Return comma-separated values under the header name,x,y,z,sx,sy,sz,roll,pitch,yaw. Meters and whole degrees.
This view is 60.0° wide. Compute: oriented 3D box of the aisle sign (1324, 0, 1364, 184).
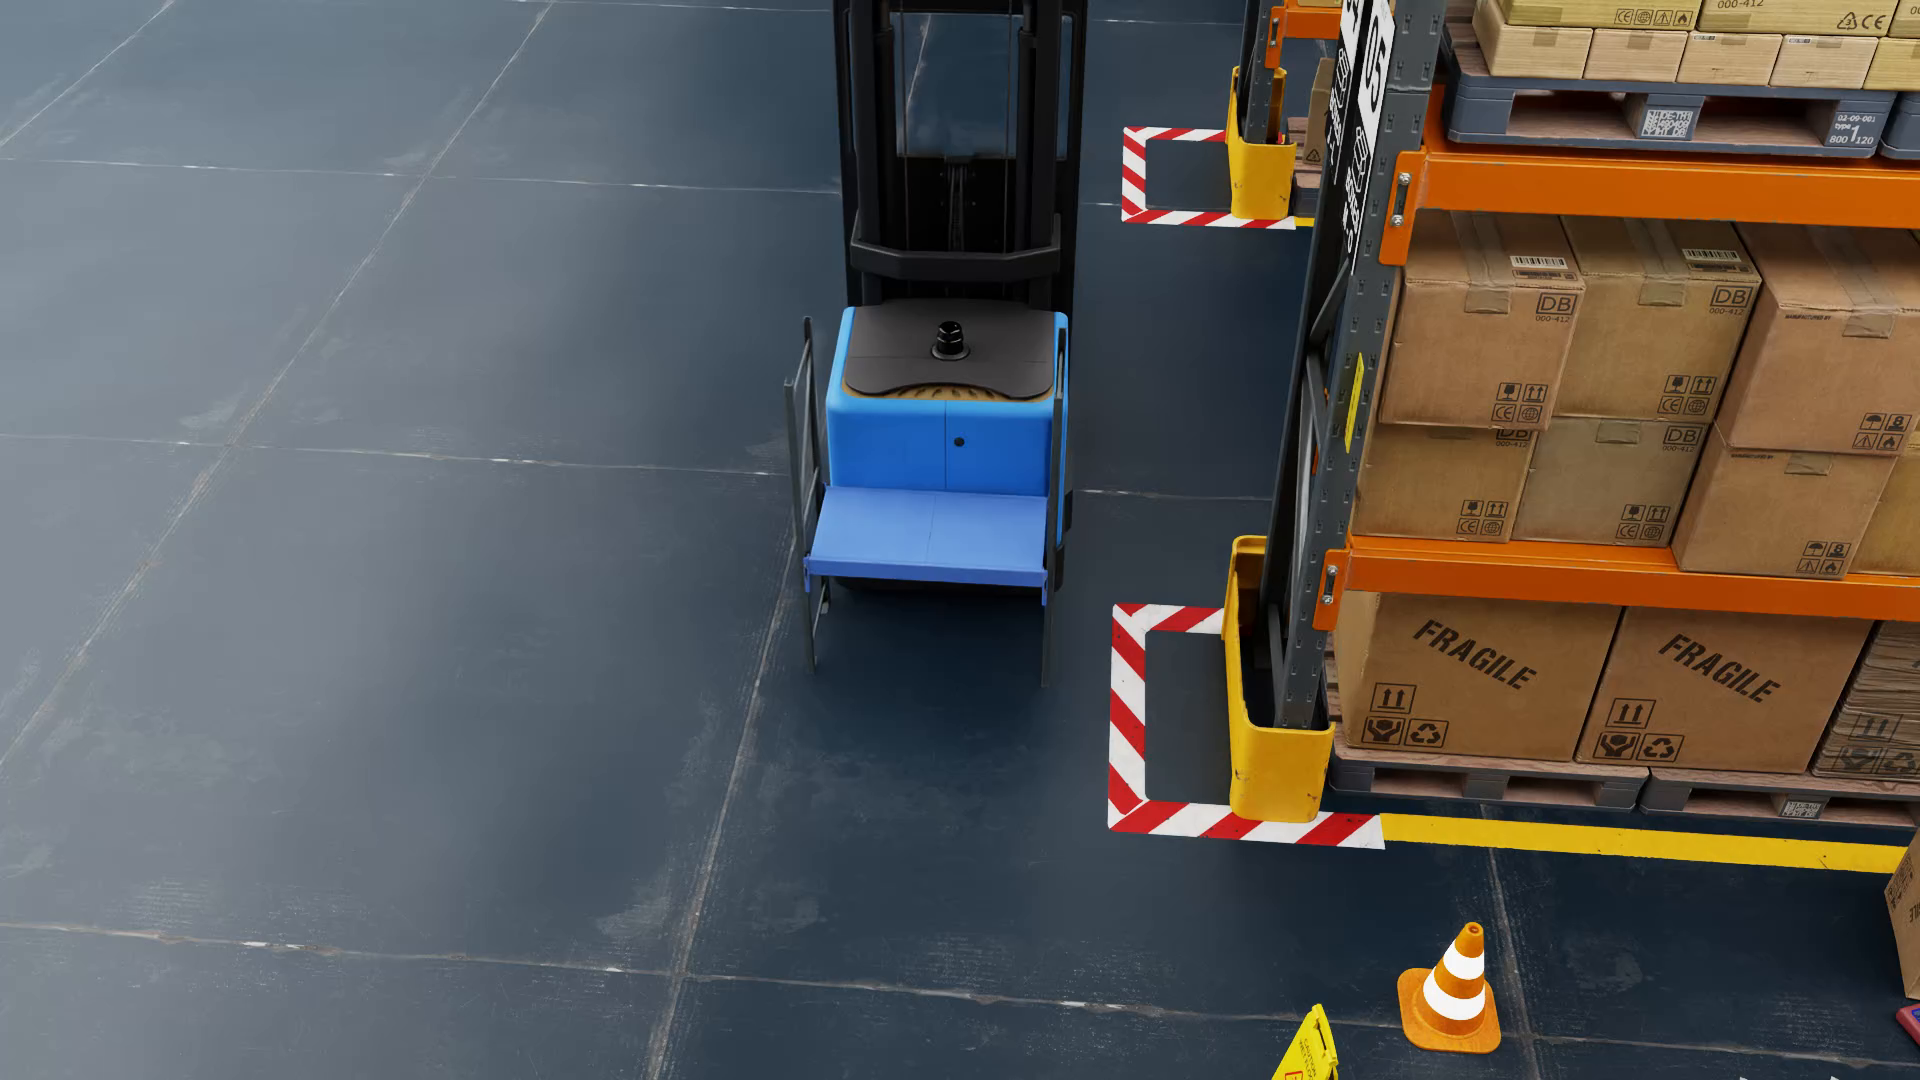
name,x,y,z,sx,sy,sz,roll,pitch,yaw
aisle sign,1.273,-1.621,5.476,0.004,0.787,0.394,3,39,4

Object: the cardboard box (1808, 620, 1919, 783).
name,x,y,z,sx,sy,sz,roll,pitch,yaw
cardboard box,3.784,0.334,6.484,0.875,0.875,0.875,3,39,4

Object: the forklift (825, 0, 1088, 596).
name,x,y,z,sx,sy,sz,roll,pitch,yaw
forklift,0.014,-1.797,7.807,1.130,2.935,3.031,2,39,2

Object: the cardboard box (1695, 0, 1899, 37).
name,x,y,z,sx,sy,sz,roll,pitch,yaw
cardboard box,2.282,-1.627,4.639,0.500,0.250,0.500,3,39,3

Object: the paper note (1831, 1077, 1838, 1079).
name,x,y,z,sx,sy,sz,roll,pitch,yaw
paper note,3.012,1.859,5.629,0.123,0.001,0.032,24,45,26

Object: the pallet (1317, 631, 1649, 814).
name,x,y,z,sx,sy,sz,roll,pitch,yaw
pallet,2.121,0.656,6.947,1.213,0.211,1.003,3,39,4

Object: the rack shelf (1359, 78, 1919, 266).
name,x,y,z,sx,sy,sz,roll,pitch,yaw
rack shelf,3.310,-1.195,5.207,4.000,0.370,1.077,3,39,4

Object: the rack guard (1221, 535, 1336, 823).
name,x,y,z,sx,sy,sz,roll,pitch,yaw
rack guard,1.293,0.548,6.851,0.348,0.500,1.175,3,39,4

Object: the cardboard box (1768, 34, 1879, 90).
name,x,y,z,sx,sy,sz,roll,pitch,yaw
cardboard box,2.387,-1.426,4.708,0.250,0.149,0.380,3,39,4

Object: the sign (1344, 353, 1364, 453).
name,x,y,z,sx,sy,sz,roll,pitch,yaw
sign,1.264,-0.438,5.333,0.005,0.325,0.100,3,39,4

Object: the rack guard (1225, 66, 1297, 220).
name,x,y,z,sx,sy,sz,roll,pitch,yaw
rack guard,1.922,-2.560,10.670,0.348,0.500,1.175,3,39,4

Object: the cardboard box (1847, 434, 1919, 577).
name,x,y,z,sx,sy,sz,roll,pitch,yaw
cardboard box,3.319,-0.358,5.865,0.500,0.550,0.875,3,39,4

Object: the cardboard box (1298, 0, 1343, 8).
name,x,y,z,sx,sy,sz,roll,pitch,yaw
cardboard box,2.109,-3.271,9.762,0.250,0.149,0.380,3,39,4

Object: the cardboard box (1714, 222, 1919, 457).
name,x,y,z,sx,sy,sz,roll,pitch,yaw
cardboard box,2.786,-0.764,5.509,0.550,0.550,0.875,3,39,4

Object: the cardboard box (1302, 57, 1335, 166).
name,x,y,z,sx,sy,sz,roll,pitch,yaw
cardboard box,2.467,-2.683,10.488,0.500,0.500,0.500,10,40,12

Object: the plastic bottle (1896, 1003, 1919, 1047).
name,x,y,z,sx,sy,sz,roll,pitch,yaw
plastic bottle,3.386,1.735,5.741,0.133,0.061,0.283,-10,40,-12

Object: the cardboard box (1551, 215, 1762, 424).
name,x,y,z,sx,sy,sz,roll,pitch,yaw
cardboard box,2.240,-0.880,5.652,0.550,0.550,0.875,3,39,4

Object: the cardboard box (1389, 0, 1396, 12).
name,x,y,z,sx,sy,sz,roll,pitch,yaw
cardboard box,2.605,-3.222,9.702,0.250,0.149,0.380,3,39,4

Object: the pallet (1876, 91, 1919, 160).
name,x,y,z,sx,sy,sz,roll,pitch,yaw
pallet,3.276,-1.450,5.020,1.213,0.211,1.003,3,39,4

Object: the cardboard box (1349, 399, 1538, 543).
name,x,y,z,sx,sy,sz,roll,pitch,yaw
cardboard box,1.691,-0.486,6.023,0.550,0.550,0.875,3,39,4

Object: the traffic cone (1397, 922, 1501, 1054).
name,x,y,z,sx,sy,sz,roll,pitch,yaw
traffic cone,1.724,1.486,5.728,0.334,0.463,0.336,3,39,4

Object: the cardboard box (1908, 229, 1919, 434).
name,x,y,z,sx,sy,sz,roll,pitch,yaw
cardboard box,3.325,-0.817,5.574,0.500,0.550,0.875,3,39,4

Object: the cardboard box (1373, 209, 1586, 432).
name,x,y,z,sx,sy,sz,roll,pitch,yaw
cardboard box,1.684,-0.852,5.617,0.550,0.550,0.875,3,39,4

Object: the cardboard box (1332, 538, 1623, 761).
name,x,y,z,sx,sy,sz,roll,pitch,yaw
cardboard box,1.999,0.237,6.604,0.875,0.875,0.875,3,39,4

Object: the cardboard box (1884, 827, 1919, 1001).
name,x,y,z,sx,sy,sz,roll,pitch,yaw
cardboard box,3.667,1.327,5.892,0.500,0.500,0.500,10,40,12

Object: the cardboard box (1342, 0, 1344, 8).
name,x,y,z,sx,sy,sz,roll,pitch,yaw
cardboard box,2.357,-3.245,9.730,0.250,0.149,0.380,3,39,4

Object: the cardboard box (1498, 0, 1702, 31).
name,x,y,z,sx,sy,sz,roll,pitch,yaw
cardboard box,1.776,-1.654,4.672,0.500,0.250,0.500,3,39,4

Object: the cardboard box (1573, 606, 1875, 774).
name,x,y,z,sx,sy,sz,roll,pitch,yaw
cardboard box,2.875,0.283,6.547,0.875,0.875,0.875,3,39,3

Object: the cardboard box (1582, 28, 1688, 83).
name,x,y,z,sx,sy,sz,roll,pitch,yaw
cardboard box,1.885,-1.454,4.741,0.250,0.149,0.380,3,39,4

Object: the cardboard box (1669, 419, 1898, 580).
name,x,y,z,sx,sy,sz,roll,pitch,yaw
cardboard box,2.788,-0.361,5.869,0.550,0.550,0.875,3,39,4

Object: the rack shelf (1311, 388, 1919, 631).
name,x,y,z,sx,sy,sz,roll,pitch,yaw
rack shelf,3.310,-0.032,6.153,4.000,0.370,1.077,3,39,4

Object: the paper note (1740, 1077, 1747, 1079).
name,x,y,z,sx,sy,sz,roll,pitch,yaw
paper note,2.692,1.883,5.584,0.142,0.017,0.144,16,42,19

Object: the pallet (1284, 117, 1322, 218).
name,x,y,z,sx,sy,sz,roll,pitch,yaw
pallet,2.728,-2.382,10.679,1.213,0.211,1.003,3,39,4

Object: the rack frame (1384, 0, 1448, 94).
name,x,y,z,sx,sy,sz,roll,pitch,yaw
rack frame,1.317,-2.747,4.166,0.127,3.000,1.000,3,39,4

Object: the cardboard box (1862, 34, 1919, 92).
name,x,y,z,sx,sy,sz,roll,pitch,yaw
cardboard box,2.637,-1.412,4.690,0.250,0.149,0.380,3,39,4

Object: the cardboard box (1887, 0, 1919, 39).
name,x,y,z,sx,sy,sz,roll,pitch,yaw
cardboard box,2.785,-1.600,4.606,0.500,0.250,0.500,3,39,3

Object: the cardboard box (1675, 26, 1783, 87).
name,x,y,z,sx,sy,sz,roll,pitch,yaw
cardboard box,2.135,-1.440,4.724,0.250,0.149,0.380,3,39,4

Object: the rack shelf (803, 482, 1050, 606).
name,x,y,z,sx,sy,sz,roll,pitch,yaw
rack shelf,-0.121,0.011,7.004,1.000,0.185,0.538,3,39,4

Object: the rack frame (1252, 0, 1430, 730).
name,x,y,z,sx,sy,sz,roll,pitch,yaw
rack frame,1.317,-0.420,6.060,0.127,3.000,1.000,3,39,4

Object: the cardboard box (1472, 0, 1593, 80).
name,x,y,z,sx,sy,sz,roll,pitch,yaw
cardboard box,1.631,-1.467,4.758,0.250,0.149,0.380,3,39,4

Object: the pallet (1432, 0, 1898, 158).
name,x,y,z,sx,sy,sz,roll,pitch,yaw
pallet,2.057,-1.515,5.100,1.213,0.211,1.003,3,39,4

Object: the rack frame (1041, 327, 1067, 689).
name,x,y,z,sx,sy,sz,roll,pitch,yaw
rack frame,0.385,-0.102,6.857,0.032,1.500,0.500,3,39,4

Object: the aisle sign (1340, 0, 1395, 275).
name,x,y,z,sx,sy,sz,roll,pitch,yaw
aisle sign,1.221,-1.243,5.012,0.004,0.787,0.394,3,39,4

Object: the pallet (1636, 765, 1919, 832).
name,x,y,z,sx,sy,sz,roll,pitch,yaw
pallet,3.333,0.724,6.864,1.213,0.211,1.003,3,39,4

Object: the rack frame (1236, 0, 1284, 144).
name,x,y,z,sx,sy,sz,roll,pitch,yaw
rack frame,1.846,-3.534,9.886,0.127,3.000,1.000,3,39,4

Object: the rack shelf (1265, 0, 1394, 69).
name,x,y,z,sx,sy,sz,roll,pitch,yaw
rack shelf,3.839,-3.146,9.979,4.000,0.370,1.077,3,39,4

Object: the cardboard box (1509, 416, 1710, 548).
name,x,y,z,sx,sy,sz,roll,pitch,yaw
cardboard box,2.241,-0.470,6.003,0.550,0.550,0.875,3,39,4

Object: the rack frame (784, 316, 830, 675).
name,x,y,z,sx,sy,sz,roll,pitch,yaw
rack frame,-0.628,-0.156,6.924,0.032,1.500,0.500,3,39,4

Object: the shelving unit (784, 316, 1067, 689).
name,x,y,z,sx,sy,sz,roll,pitch,yaw
shelving unit,-0.121,-0.129,6.890,1.048,1.500,0.538,3,39,4

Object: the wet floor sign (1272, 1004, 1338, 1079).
name,x,y,z,sx,sy,sz,roll,pitch,yaw
wet floor sign,1.118,1.737,5.275,0.232,0.644,0.267,-3,39,-4
